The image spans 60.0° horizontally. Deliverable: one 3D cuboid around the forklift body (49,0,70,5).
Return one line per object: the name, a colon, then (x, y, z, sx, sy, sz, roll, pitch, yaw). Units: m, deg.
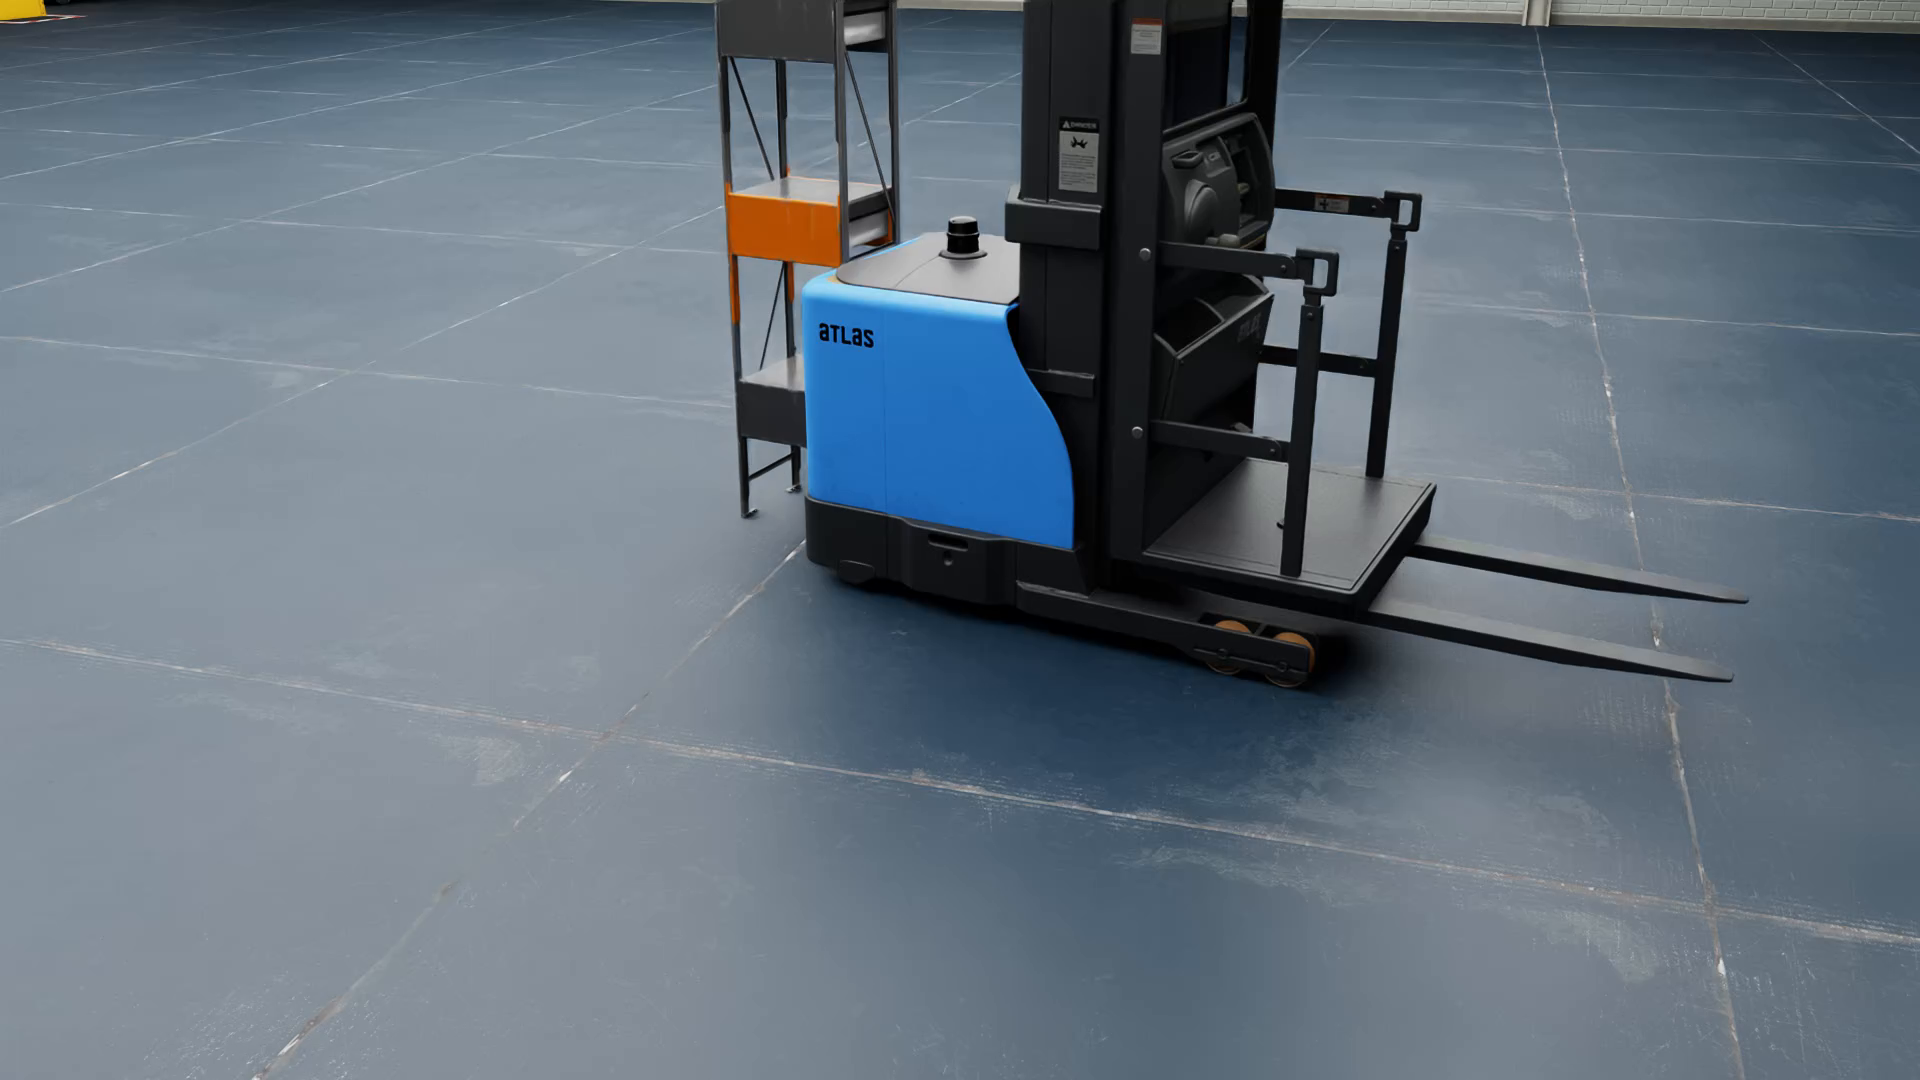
forklift body: (-16.052, -10.702, 29.526, 1.214, 2.155, 2.313, 7, 23, 16)

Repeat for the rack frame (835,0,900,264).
rack frame: (-0.321, -1.039, 6.036, 0.015, 2.100, 0.400, 11, 25, 25)

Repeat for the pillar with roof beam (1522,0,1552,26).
pillar with roof beam: (7.617, -10.534, 20.093, 0.400, 9.000, 9.100, 7, 23, 16)

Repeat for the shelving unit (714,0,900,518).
shelving unit: (-0.537, -1.082, 6.141, 0.503, 2.100, 0.431, 11, 25, 25)

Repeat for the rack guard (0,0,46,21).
rack guard: (-15.213, -8.598, 26.571, 0.348, 0.500, 1.175, 7, 23, 16)

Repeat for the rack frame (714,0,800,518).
rack frame: (-0.753, -1.125, 6.245, 0.015, 2.100, 0.400, 11, 25, 25)

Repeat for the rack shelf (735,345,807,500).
rack shelf: (-0.537, -0.422, 6.412, 0.480, 0.518, 0.431, 11, 25, 25)

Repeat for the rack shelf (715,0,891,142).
rack shelf: (-0.537, -1.717, 5.880, 0.480, 0.518, 0.431, 11, 25, 25)

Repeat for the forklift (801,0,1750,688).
forklift: (1.000, -1.129, 5.160, 3.031, 2.935, 1.130, 11, 25, 25)

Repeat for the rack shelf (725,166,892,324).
rack shelf: (-0.537, -1.069, 6.146, 0.480, 0.518, 0.431, 11, 25, 25)
